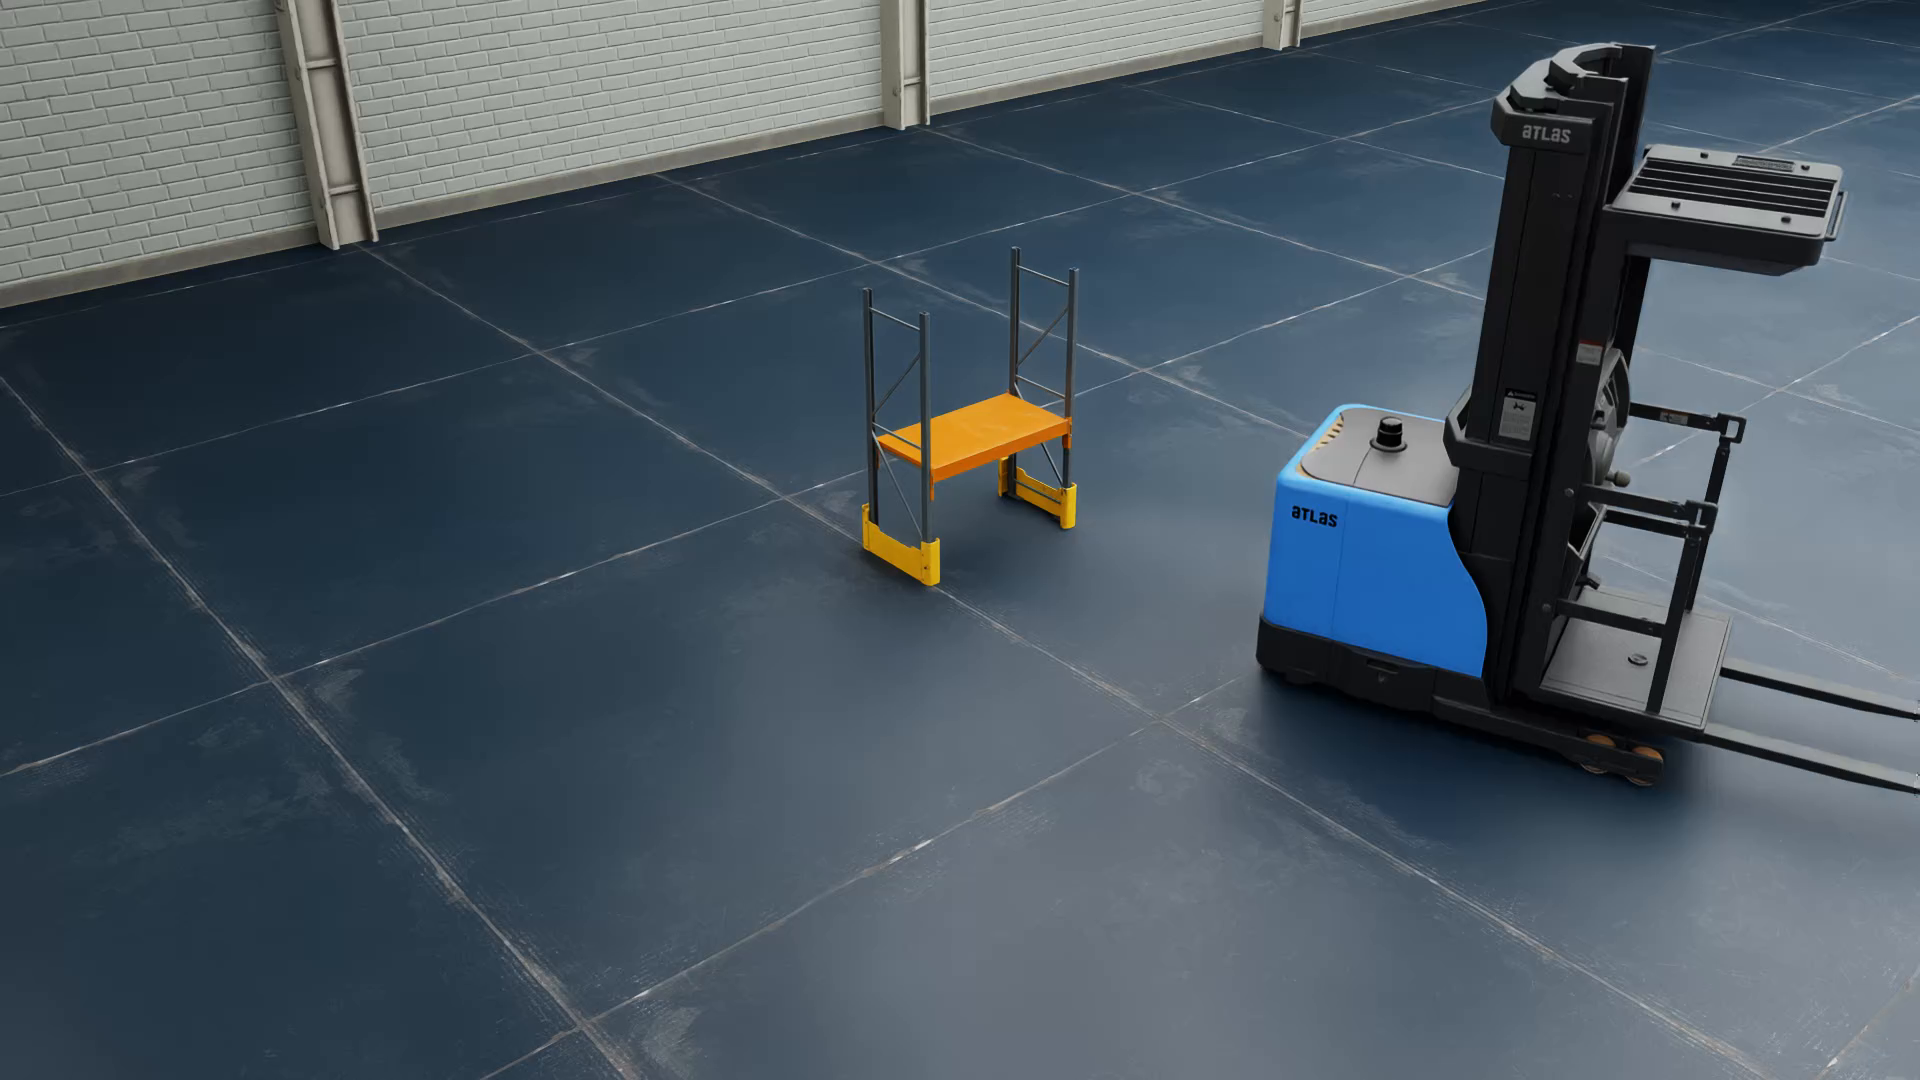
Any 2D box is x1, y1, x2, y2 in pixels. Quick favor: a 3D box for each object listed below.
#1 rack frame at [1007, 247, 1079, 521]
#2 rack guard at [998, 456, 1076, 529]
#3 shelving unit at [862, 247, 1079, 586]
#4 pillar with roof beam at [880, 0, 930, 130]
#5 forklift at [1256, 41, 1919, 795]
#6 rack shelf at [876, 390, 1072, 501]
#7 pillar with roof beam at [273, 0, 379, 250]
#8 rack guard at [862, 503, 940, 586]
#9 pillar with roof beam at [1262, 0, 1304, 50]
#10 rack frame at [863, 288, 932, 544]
[{"bbox_3d":[0.452,-0.843,9.236,0.032,1.500,0.500,-22,35,-35],"label":"rack frame"},{"bbox_3d":[0.437,-0.286,9.520,0.087,0.250,0.587,-22,35,-35],"label":"rack guard"},{"bbox_3d":[0.058,-0.685,8.940,1.083,1.500,0.587,-22,35,-35],"label":"shelving unit"},{"bbox_3d":[2.234,-6.770,12.370,0.400,9.000,9.100,-22,35,-35],"label":"pillar with roof beam"},{"bbox_3d":[2.971,-0.508,7.092,3.031,2.935,1.130,14,31,25],"label":"forklift"},{"bbox_3d":[0.065,-0.529,9.030,1.000,0.185,0.538,-22,35,-35],"label":"rack shelf"},{"bbox_3d":[-2.330,-4.934,8.935,0.400,9.000,9.100,-22,35,-35],"label":"pillar with roof beam"},{"bbox_3d":[-0.321,0.019,8.950,0.087,0.250,0.587,-22,35,-35],"label":"rack guard"},{"bbox_3d":[6.799,-8.605,15.805,0.400,9.000,9.100,-22,35,-35],"label":"pillar with roof beam"},{"bbox_3d":[-0.322,-0.532,8.654,0.032,1.500,0.500,-22,35,-35],"label":"rack frame"}]
